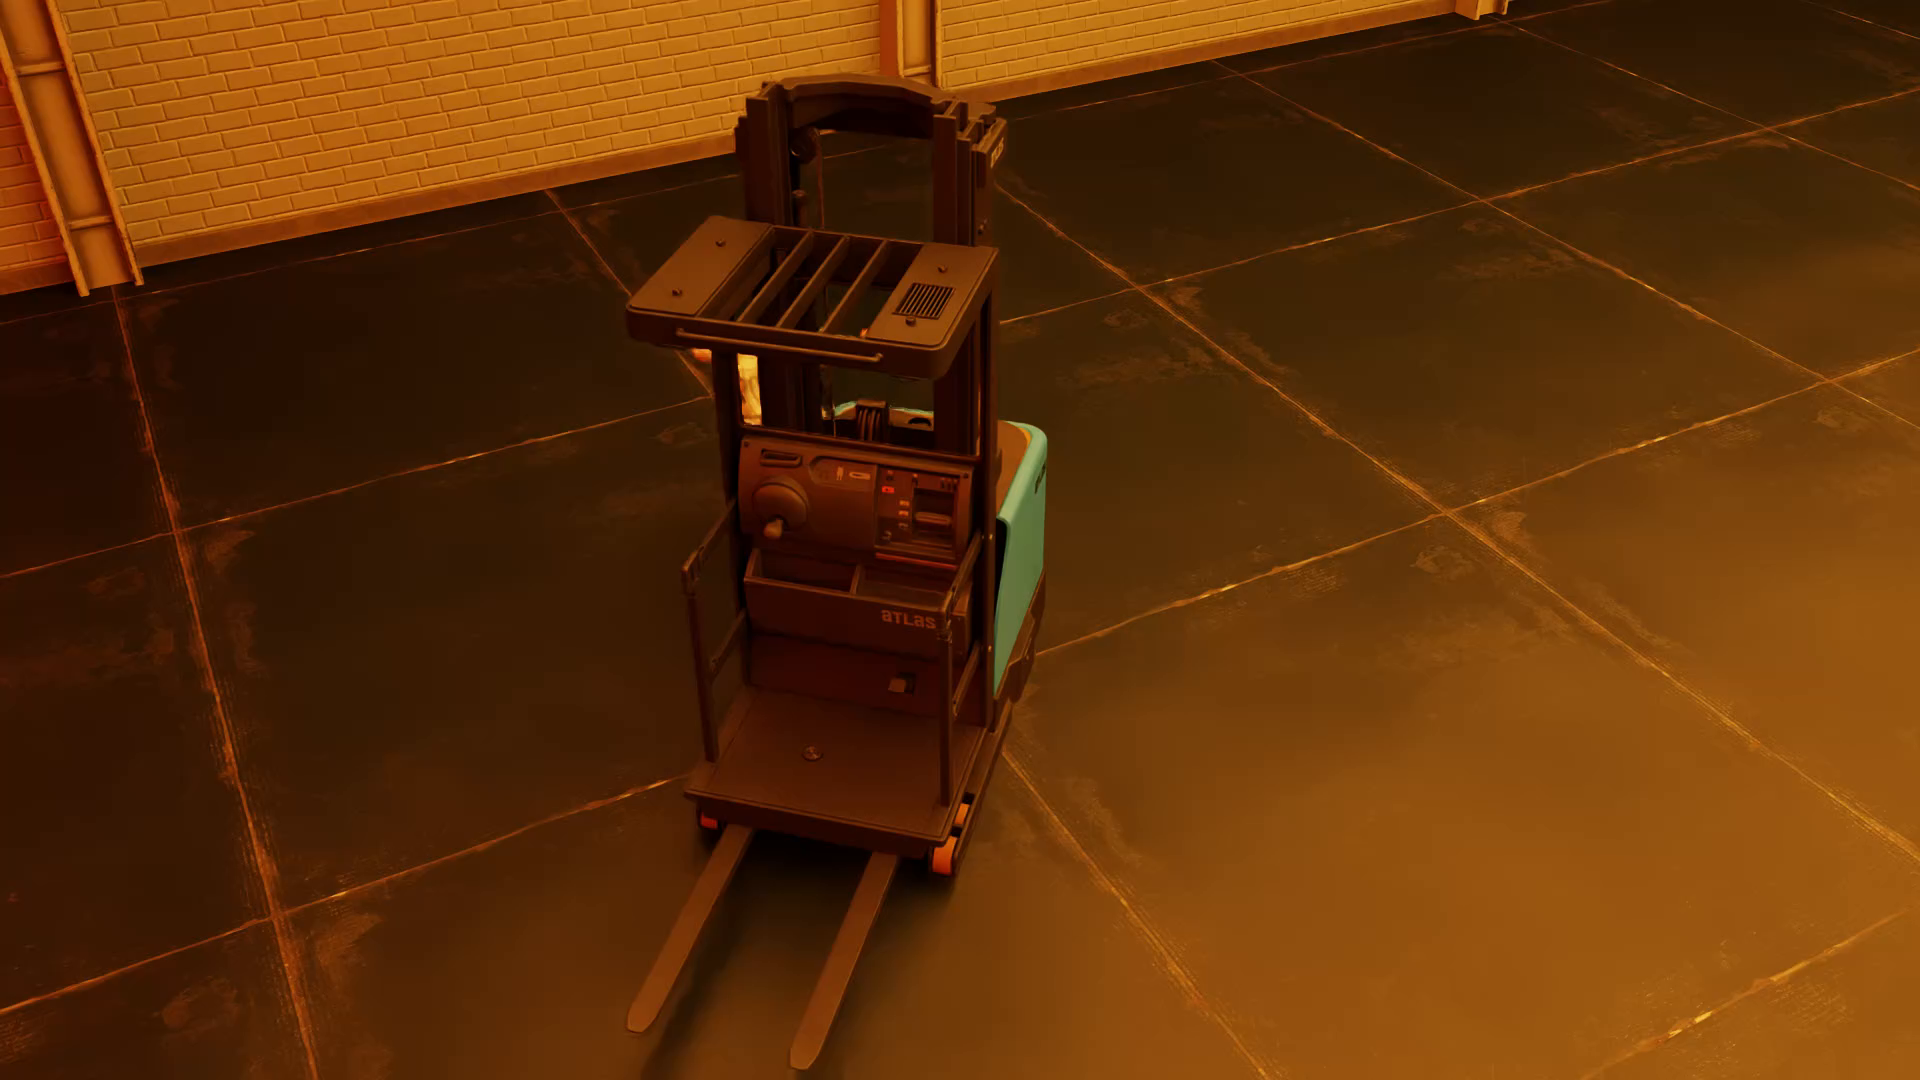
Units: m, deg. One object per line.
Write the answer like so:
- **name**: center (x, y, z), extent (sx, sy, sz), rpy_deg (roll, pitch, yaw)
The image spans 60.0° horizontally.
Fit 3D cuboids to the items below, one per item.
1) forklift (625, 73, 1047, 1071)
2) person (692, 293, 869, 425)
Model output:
- **forklift**: center (-0.463, -0.089, 6.249), extent (1.130, 2.935, 3.031), rpy_deg (9, 36, 12)
- **person**: center (-0.819, -0.681, 8.364), extent (0.916, 1.548, 1.130), rpy_deg (-18, 39, -24)
